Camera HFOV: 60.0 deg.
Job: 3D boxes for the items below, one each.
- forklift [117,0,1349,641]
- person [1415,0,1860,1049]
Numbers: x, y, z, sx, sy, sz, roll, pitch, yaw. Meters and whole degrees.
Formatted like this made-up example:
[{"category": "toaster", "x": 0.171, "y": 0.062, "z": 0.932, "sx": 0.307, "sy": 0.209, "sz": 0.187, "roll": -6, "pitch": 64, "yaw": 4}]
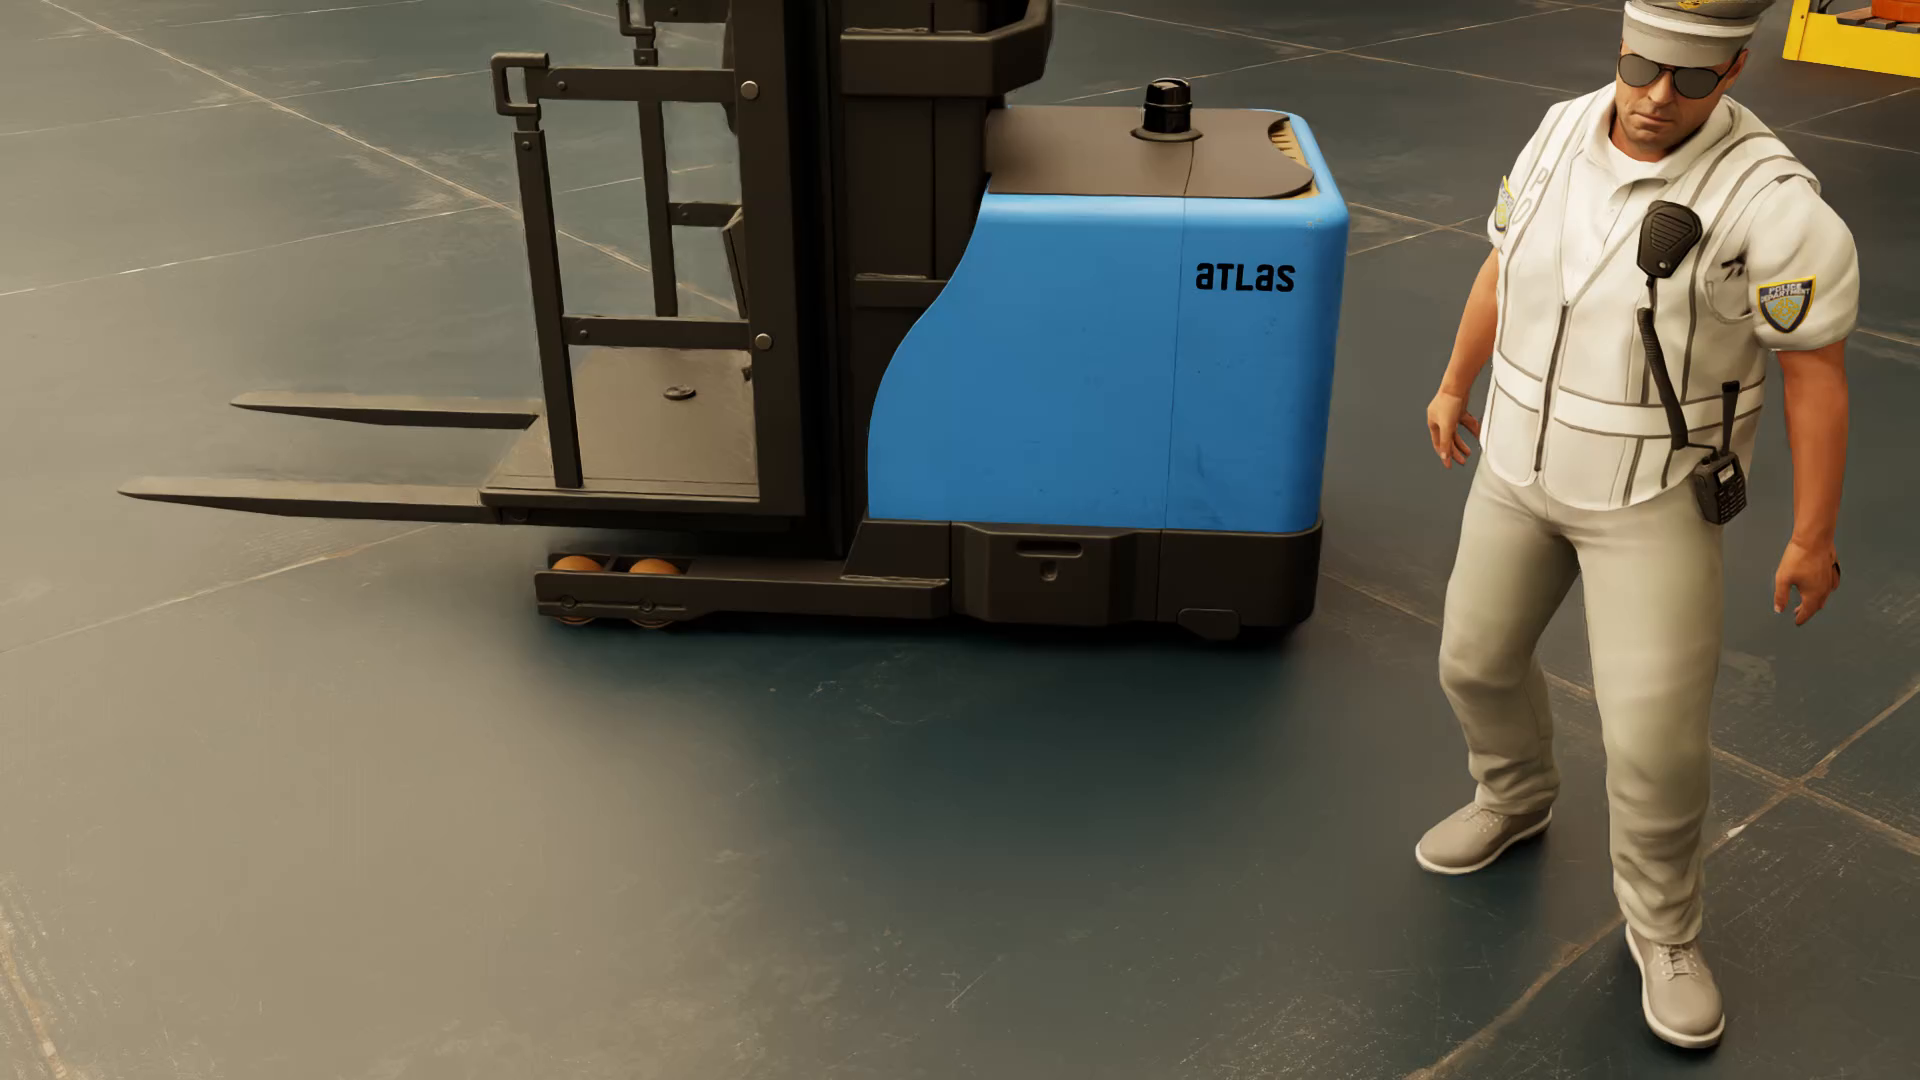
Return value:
[{"category": "forklift", "x": -0.622, "y": -1.328, "z": 3.880, "sx": 3.031, "sy": 2.935, "sz": 1.130, "roll": 2, "pitch": 26, "yaw": 4}, {"category": "person", "x": 1.092, "y": -0.093, "z": 2.775, "sx": 0.426, "sy": 1.719, "sz": 0.874, "roll": -18, "pitch": 32, "yaw": -32}]
